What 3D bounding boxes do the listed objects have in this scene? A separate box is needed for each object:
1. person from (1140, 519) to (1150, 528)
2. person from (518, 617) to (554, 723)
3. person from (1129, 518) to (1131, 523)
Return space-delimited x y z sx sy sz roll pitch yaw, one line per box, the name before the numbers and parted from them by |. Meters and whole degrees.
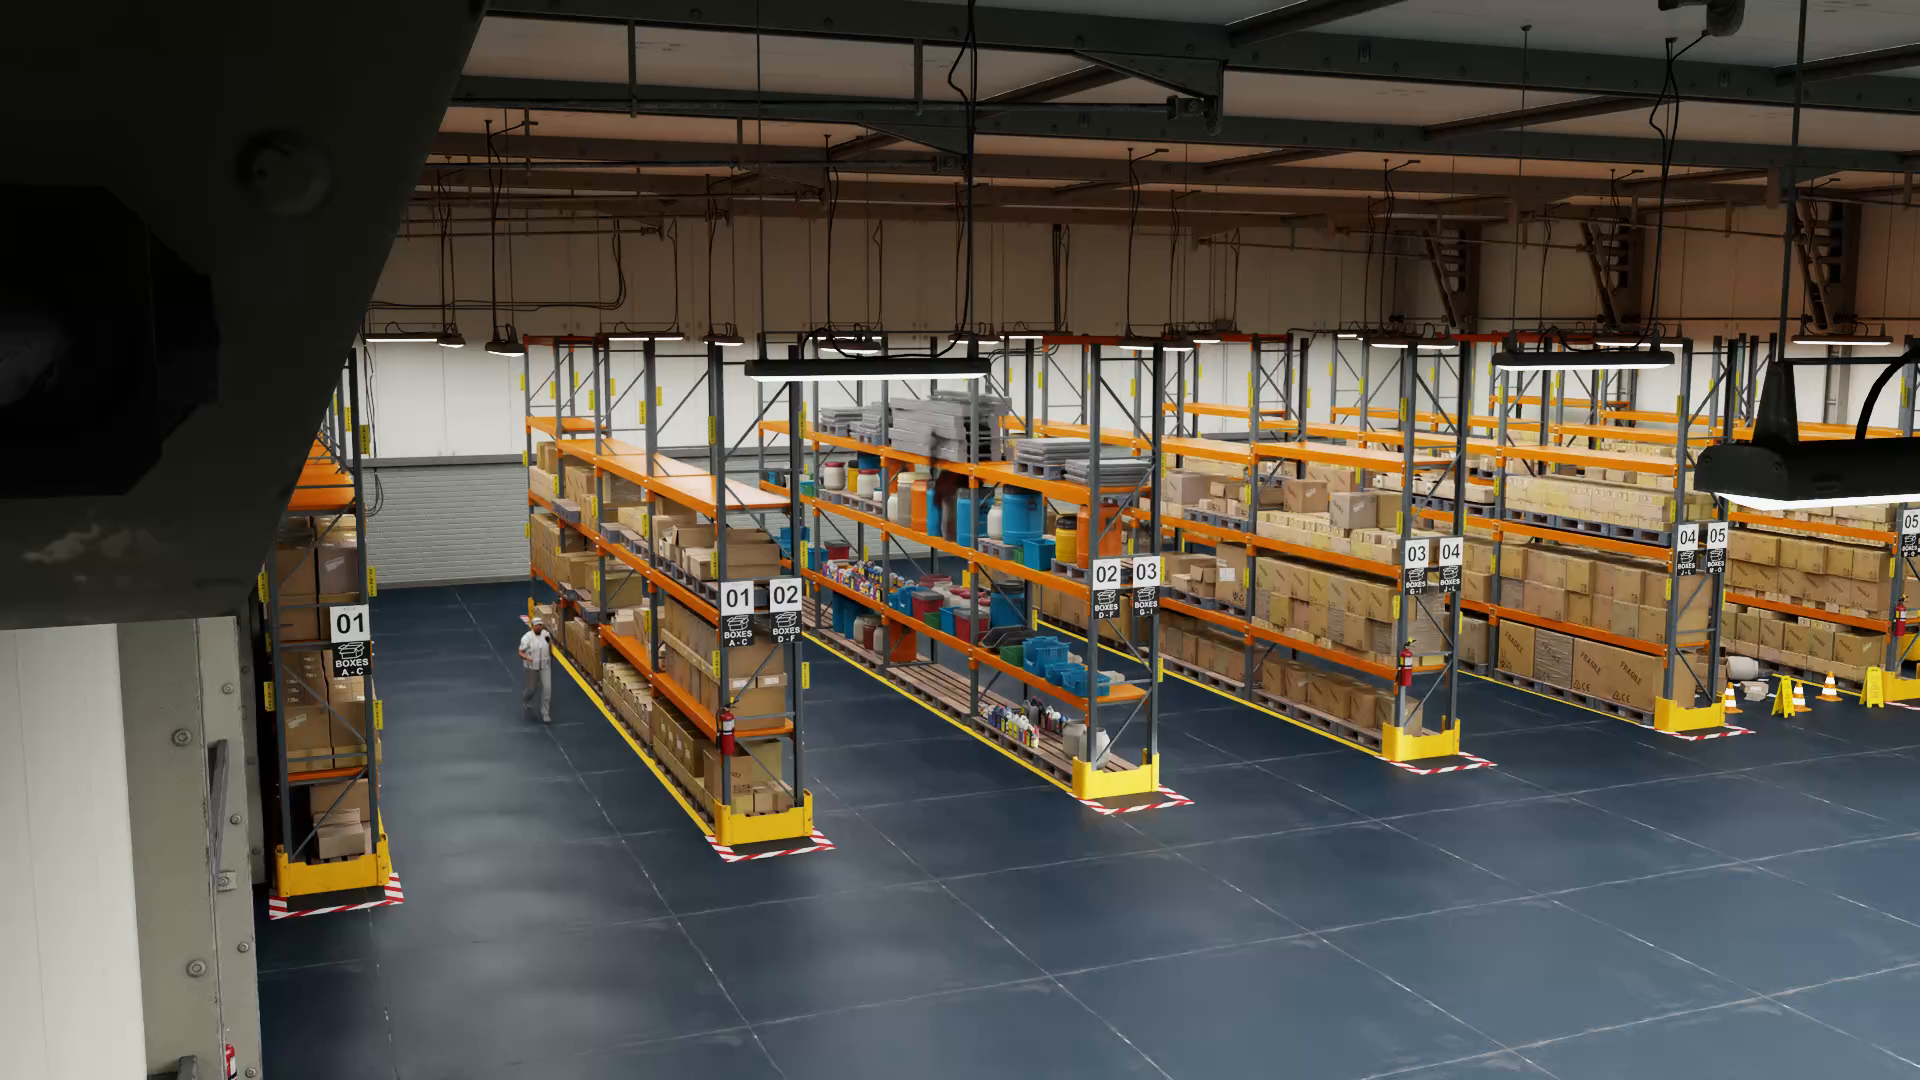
person | 4.479 0.039 41.133 0.772 1.696 0.716 -6 9 -36
person | -6.718 2.016 26.394 0.592 1.655 0.886 -4 9 -30
person | 3.984 0.313 38.896 0.730 1.729 0.759 -1 8 -10
